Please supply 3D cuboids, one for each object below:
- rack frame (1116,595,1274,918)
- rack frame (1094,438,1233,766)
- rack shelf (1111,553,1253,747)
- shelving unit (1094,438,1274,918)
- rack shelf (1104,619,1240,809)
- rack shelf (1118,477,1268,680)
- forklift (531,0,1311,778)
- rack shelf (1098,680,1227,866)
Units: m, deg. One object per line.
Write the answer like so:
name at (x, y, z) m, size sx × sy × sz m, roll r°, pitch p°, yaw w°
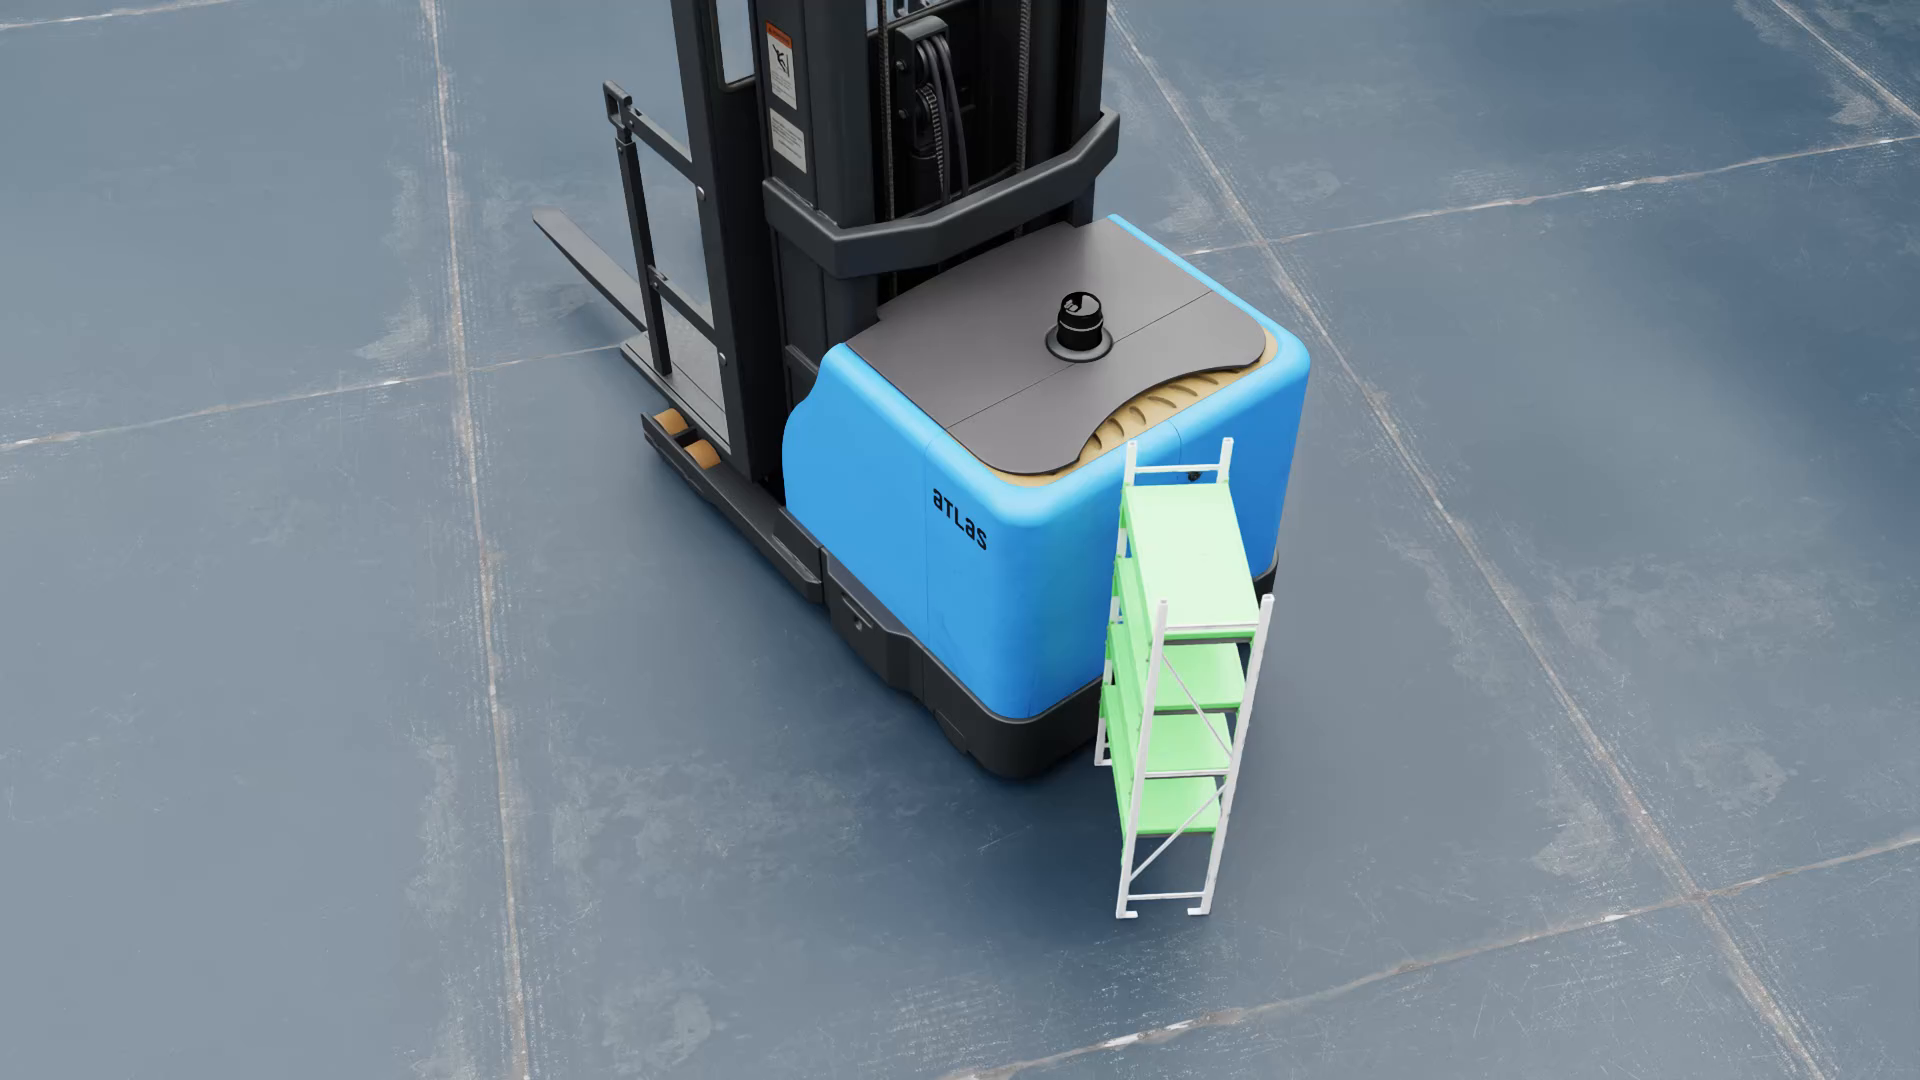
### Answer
rack frame at (0.527, 0.545, 3.872) m, size 0.240 × 1.200 × 0.015 m, roll -2°, pitch 45°, yaw -3°
rack frame at (0.499, 0.198, 4.214) m, size 0.240 × 1.200 × 0.015 m, roll -2°, pitch 45°, yaw -3°
rack shelf at (0.514, 0.248, 3.918) m, size 0.258 × 0.148 × 0.480 m, roll -2°, pitch 45°, yaw -3°
shelving unit at (0.513, 0.371, 4.043) m, size 0.258 × 1.200 × 0.503 m, roll -2°, pitch 45°, yaw -3°
rack shelf at (0.512, 0.416, 4.089) m, size 0.258 × 0.148 × 0.480 m, roll -2°, pitch 45°, yaw -3°
rack shelf at (0.515, 0.079, 3.747) m, size 0.258 × 0.148 × 0.480 m, roll -2°, pitch 45°, yaw -3°
forklift at (-0.387, -1.380, 4.550) m, size 1.130 × 2.935 × 3.031 m, roll -29°, pitch 52°, yaw -26°
rack shelf at (0.511, 0.585, 4.259) m, size 0.258 × 0.148 × 0.480 m, roll -2°, pitch 45°, yaw -3°
